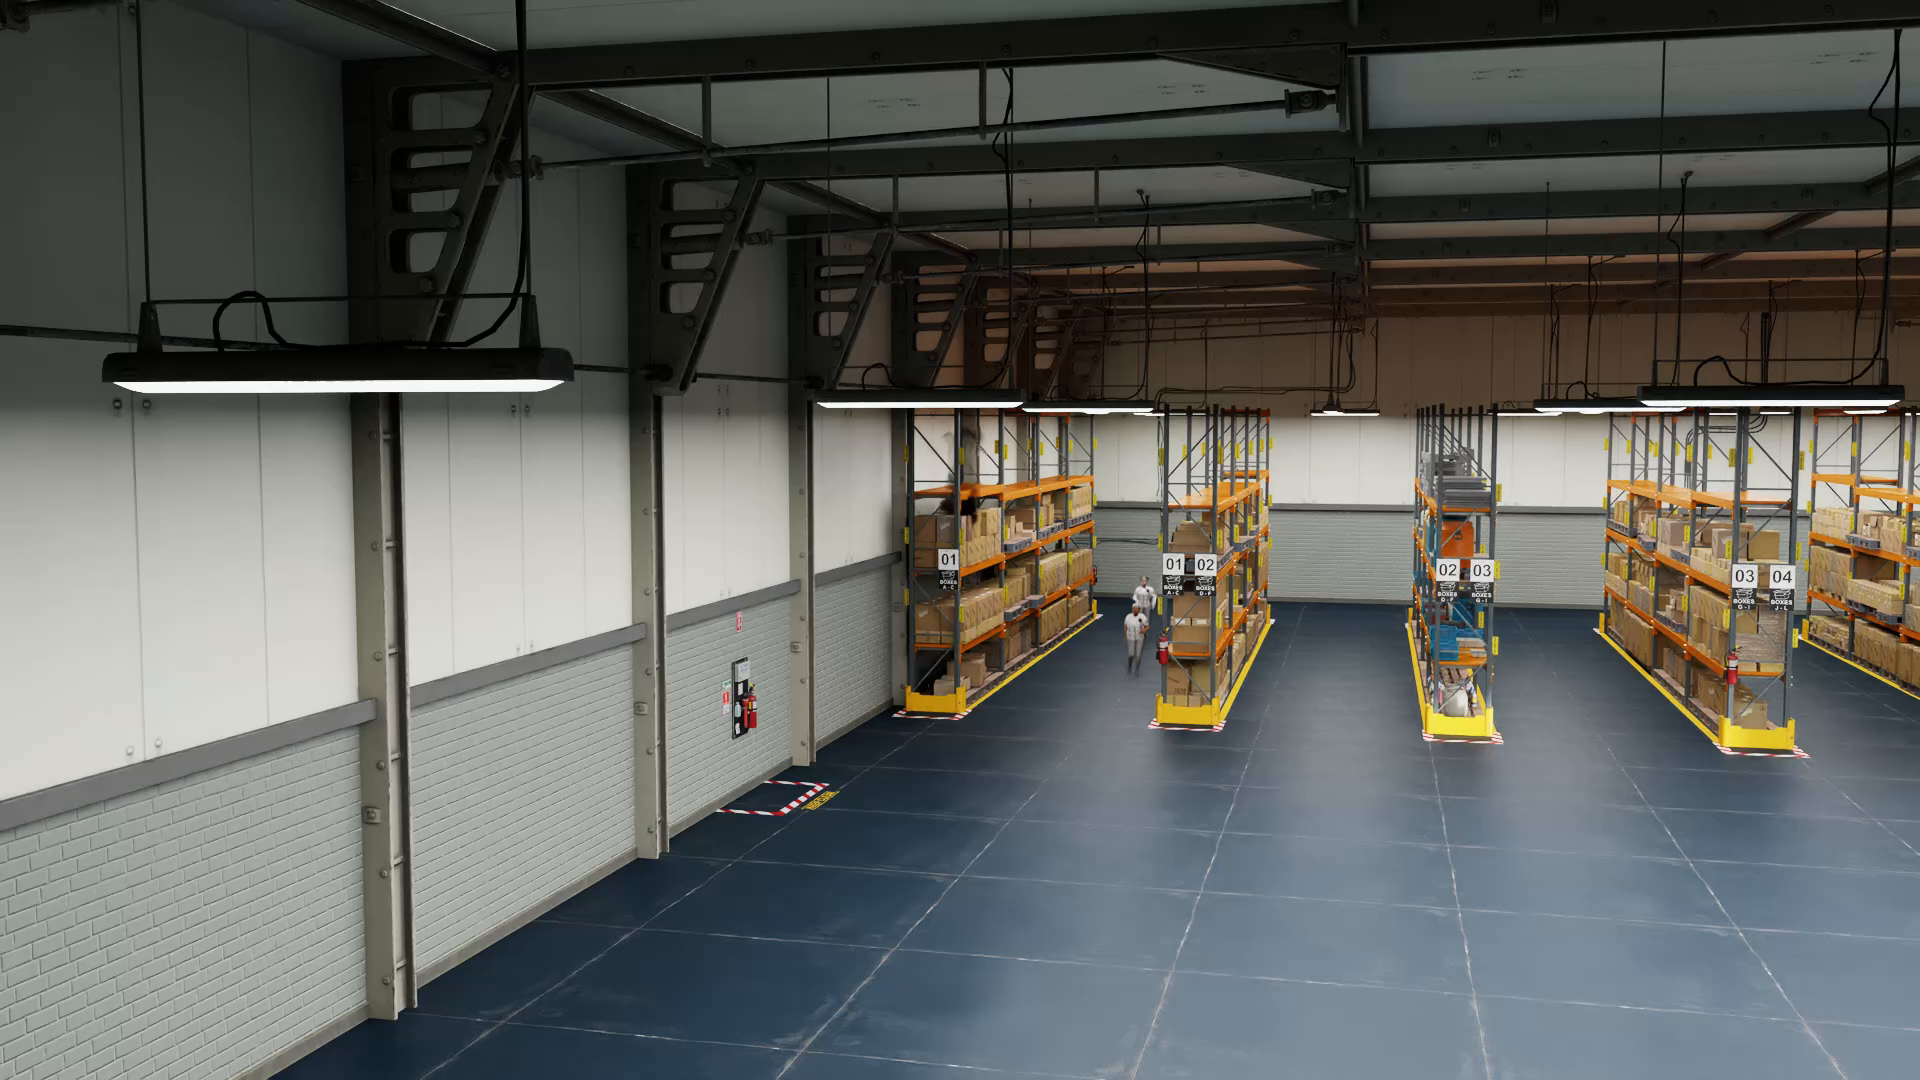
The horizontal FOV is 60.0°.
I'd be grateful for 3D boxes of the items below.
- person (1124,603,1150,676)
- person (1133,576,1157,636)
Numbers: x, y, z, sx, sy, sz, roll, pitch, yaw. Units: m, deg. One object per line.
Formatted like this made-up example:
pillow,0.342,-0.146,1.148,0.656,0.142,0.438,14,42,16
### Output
person,3.908,2.217,36.901,0.586,1.634,0.583,1,4,10
person,4.780,1.756,43.175,0.604,1.659,0.538,1,4,15
